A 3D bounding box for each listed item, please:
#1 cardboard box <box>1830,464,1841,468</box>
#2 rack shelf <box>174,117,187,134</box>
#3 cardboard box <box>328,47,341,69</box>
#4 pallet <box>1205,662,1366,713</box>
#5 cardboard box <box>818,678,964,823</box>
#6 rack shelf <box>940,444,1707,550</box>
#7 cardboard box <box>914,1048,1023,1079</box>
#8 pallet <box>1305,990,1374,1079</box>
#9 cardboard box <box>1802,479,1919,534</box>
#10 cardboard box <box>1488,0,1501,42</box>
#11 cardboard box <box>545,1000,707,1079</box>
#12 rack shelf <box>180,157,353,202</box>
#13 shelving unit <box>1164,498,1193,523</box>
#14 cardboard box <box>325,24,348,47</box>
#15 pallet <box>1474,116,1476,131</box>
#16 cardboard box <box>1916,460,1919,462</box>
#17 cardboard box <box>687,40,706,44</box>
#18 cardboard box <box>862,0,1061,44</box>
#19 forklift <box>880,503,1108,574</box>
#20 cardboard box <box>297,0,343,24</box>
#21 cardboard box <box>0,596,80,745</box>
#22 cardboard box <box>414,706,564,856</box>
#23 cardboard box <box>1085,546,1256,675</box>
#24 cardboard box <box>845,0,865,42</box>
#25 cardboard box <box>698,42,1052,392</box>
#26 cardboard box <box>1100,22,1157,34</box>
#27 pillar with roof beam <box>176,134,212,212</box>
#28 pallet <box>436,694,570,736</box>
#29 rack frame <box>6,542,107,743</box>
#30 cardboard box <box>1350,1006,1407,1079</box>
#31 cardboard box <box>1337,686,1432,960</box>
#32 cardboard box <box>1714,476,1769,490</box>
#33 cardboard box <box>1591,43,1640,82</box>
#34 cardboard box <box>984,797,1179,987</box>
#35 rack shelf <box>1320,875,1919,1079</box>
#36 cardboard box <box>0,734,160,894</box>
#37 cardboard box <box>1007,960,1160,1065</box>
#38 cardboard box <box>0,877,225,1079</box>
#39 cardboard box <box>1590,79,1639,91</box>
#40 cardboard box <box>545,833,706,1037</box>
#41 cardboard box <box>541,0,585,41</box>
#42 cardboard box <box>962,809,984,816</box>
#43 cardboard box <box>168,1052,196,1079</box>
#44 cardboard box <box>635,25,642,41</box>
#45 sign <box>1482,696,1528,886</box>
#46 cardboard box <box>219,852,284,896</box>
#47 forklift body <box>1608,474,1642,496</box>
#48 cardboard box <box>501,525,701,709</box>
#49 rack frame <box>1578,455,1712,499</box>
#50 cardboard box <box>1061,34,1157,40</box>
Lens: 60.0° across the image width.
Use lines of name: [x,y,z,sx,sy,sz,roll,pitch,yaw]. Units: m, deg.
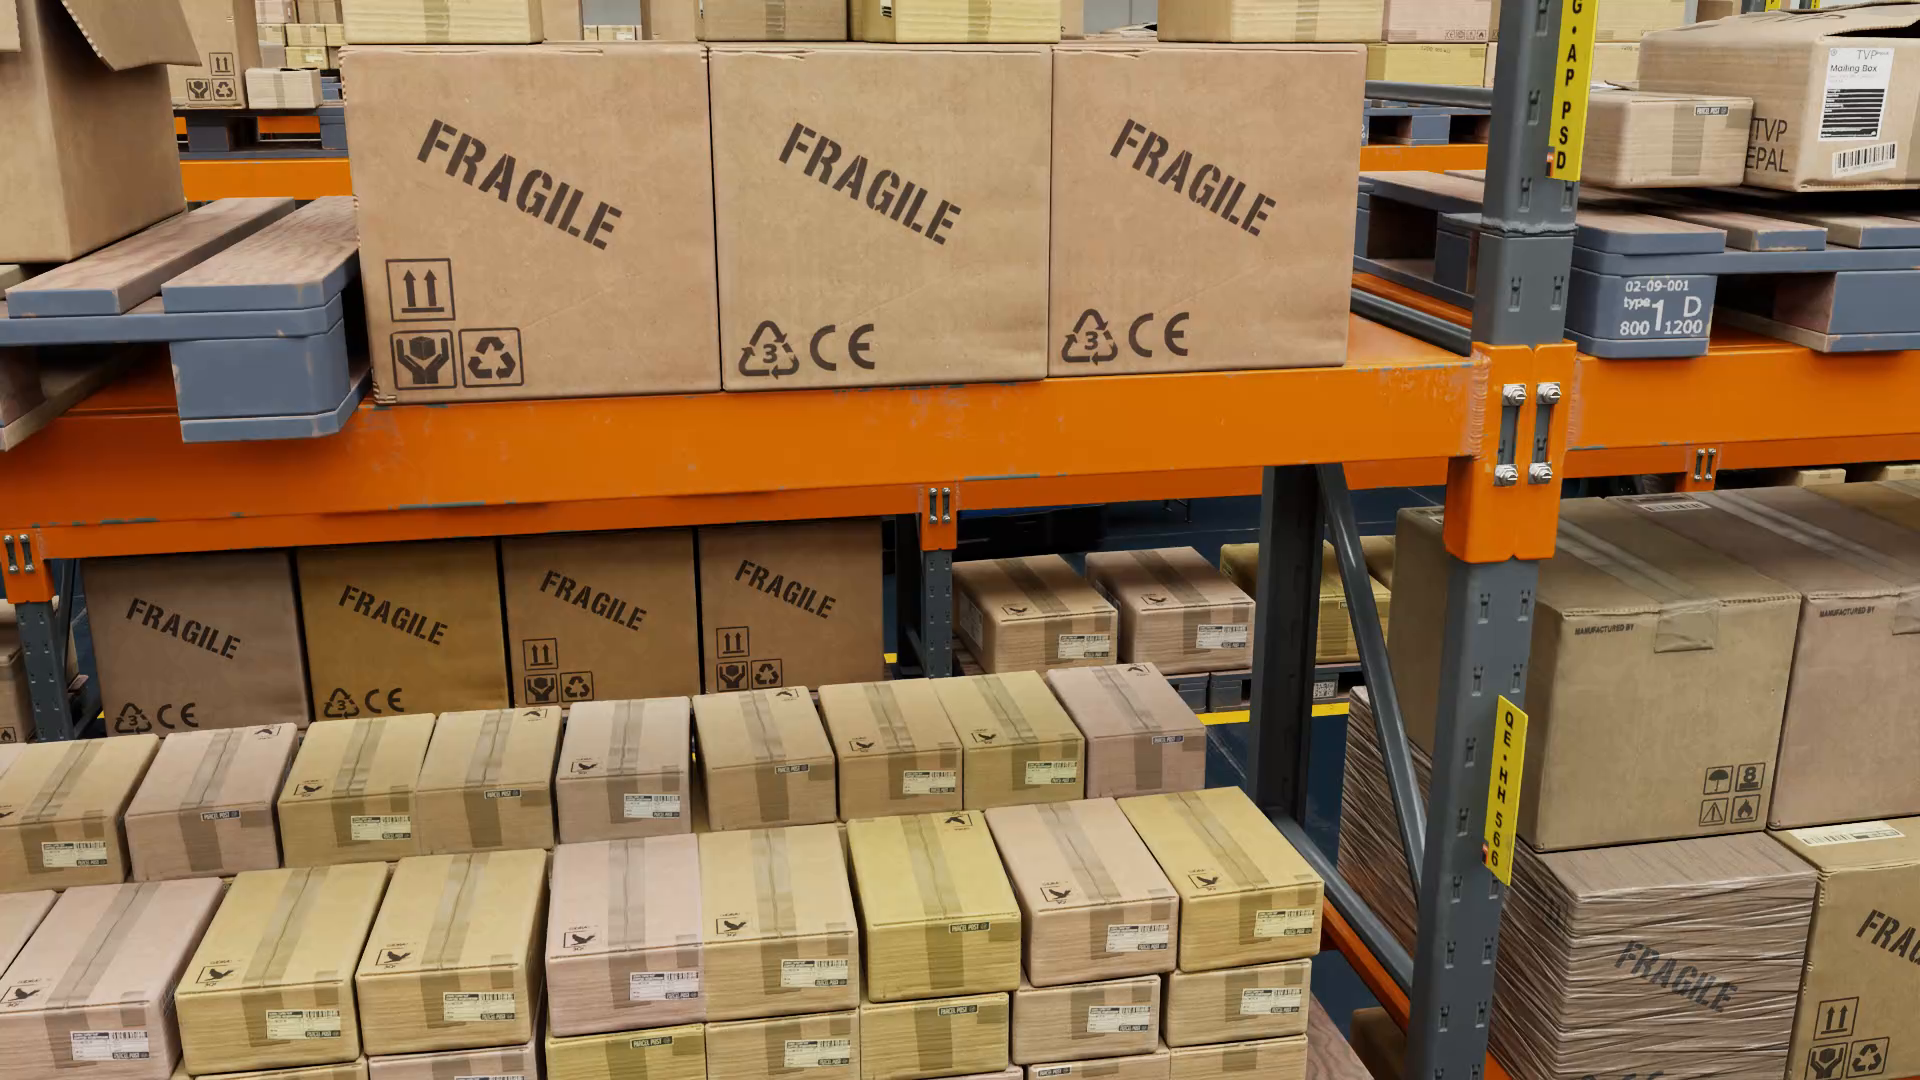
cardboard box: [4.763,-0.227,9.633,0.500,0.500,0.500,-3,17,-9]
rack shelf: [-7.030,-2.807,11.458,4.000,0.370,1.077,-3,17,-10]
cardboard box: [-4.206,-3.339,11.509,0.250,0.149,0.380,-3,17,-10]
pallet: [1.769,0.603,8.991,1.213,0.211,1.003,-3,17,-10]
cardboard box: [-0.151,0.434,3.490,0.250,0.149,0.380,-3,17,-11]
rack shelf: [1.770,-0.388,8.691,4.000,0.370,1.077,-3,17,-10]
cardboard box: [-0.049,0.908,2.959,0.250,0.149,0.380,-3,17,-10]
pallet: [0.165,0.963,3.394,1.003,0.211,1.213,-3,17,-10]
cardboard box: [2.287,0.195,3.694,0.500,0.500,0.700,-4,17,-11]
cardboard box: [2.597,-2.697,8.565,0.500,0.250,0.500,-4,17,-12]
cardboard box: [-0.564,0.795,2.822,0.250,0.149,0.380,-3,17,-11]
rack shelf: [-2.157,-1.599,7.525,4.000,0.370,1.077,-3,17,-10]
shelving unit: [1.210,-0.858,11.552,0.755,1.500,0.431,-6,18,-18]
cardboard box: [-4.184,-3.460,11.396,0.250,0.149,0.380,-4,17,-11]
pallet: [3.108,-2.184,8.523,1.003,0.211,1.213,-3,17,-10]
cardboard box: [5.267,-0.388,9.051,0.250,0.149,0.380,-2,17,-7]
cardboard box: [-0.256,-0.696,3.189,0.500,0.500,0.500,-3,17,-10]
cardboard box: [-0.004,-0.916,2.603,0.258,0.266,0.396,-3,17,-10]
forklift: [-0.588,-1.341,10.684,3.031,2.935,1.130,-6,18,-18]
cardboard box: [-4.525,-3.792,11.770,0.258,0.266,0.396,-3,17,-10]
cardboard box: [-4.758,0.630,7.799,0.875,0.438,0.875,-3,17,-11]
cardboard box: [-0.936,0.479,3.341,0.250,0.149,0.380,-3,17,-9]
cardboard box: [1.086,0.363,8.781,0.625,0.372,0.950,-4,17,-12]
cardboard box: [-0.111,-1.075,3.120,0.258,0.266,0.396,-3,17,-10]
cardboard box: [-0.156,-0.544,2.695,0.500,0.500,0.500,-3,17,-10]
cardboard box: [1.371,-3.760,12.603,0.500,0.311,0.500,-4,17,-12]
pillar with roof beam: [-5.104,-3.676,7.954,0.400,9.000,9.100,-3,17,-10]
pallet: [-2.177,0.802,8.342,1.213,0.211,1.003,-3,17,-10]
rack frame: [-4.121,-0.398,7.497,0.127,3.000,1.000,-3,17,-10]
cardboard box: [1.460,1.668,3.890,0.750,0.750,1.050,-3,17,-11]
cardboard box: [1.236,0.651,3.914,0.500,0.500,0.500,-3,17,-10]
cardboard box: [4.364,-0.043,9.034,0.500,0.500,0.500,-2,17,-8]
cardboard box: [3.188,-2.332,8.226,0.500,0.250,0.500,-4,17,-12]
cardboard box: [0.204,0.609,2.921,0.250,0.149,0.380,-3,17,-11]
rack shelf: [2.809,1.033,4.064,4.000,0.370,1.077,-3,17,-10]
cardboard box: [-1.708,0.524,3.197,0.250,0.149,0.380,-4,17,-12]
cardboard box: [0.184,0.752,2.960,0.250,0.149,0.380,-3,17,-8]
cardboard box: [-1.339,0.697,2.633,0.250,0.149,0.380,-3,17,-8]
cardboard box: [1.391,-0.867,3.428,0.250,0.166,0.380,-3,17,-10]
cardboard box: [-0.553,0.651,2.783,0.250,0.149,0.380,-3,17,-10]
cardboard box: [-1.869,-2.121,7.114,0.500,0.500,0.500,-3,17,-10]
cardboard box: [0.066,0.563,3.576,0.250,0.149,0.380,-2,17,-8]
cardboard box: [-1.321,0.837,2.684,0.250,0.149,0.380,-4,17,-11]
cardboard box: [-2.208,-3.626,11.969,0.250,0.149,0.380,-4,17,-11]
sign: [0.957,0.441,2.929,0.005,0.325,0.100,-3,17,-10]
cardboard box: [-1.436,0.647,3.301,0.250,0.149,0.380,-3,17,-10]
forklift body: [5.200,-1.459,12.400,1.214,2.155,2.313,-3,17,-10]
cardboard box: [-1.764,0.258,8.268,0.875,0.875,0.875,-3,17,-10]
rack frame: [3.734,-0.843,8.948,0.127,3.000,1.000,-3,17,-10]
cardboard box: [0.739,-2.152,7.930,0.500,0.500,0.700,-3,17,-10]
